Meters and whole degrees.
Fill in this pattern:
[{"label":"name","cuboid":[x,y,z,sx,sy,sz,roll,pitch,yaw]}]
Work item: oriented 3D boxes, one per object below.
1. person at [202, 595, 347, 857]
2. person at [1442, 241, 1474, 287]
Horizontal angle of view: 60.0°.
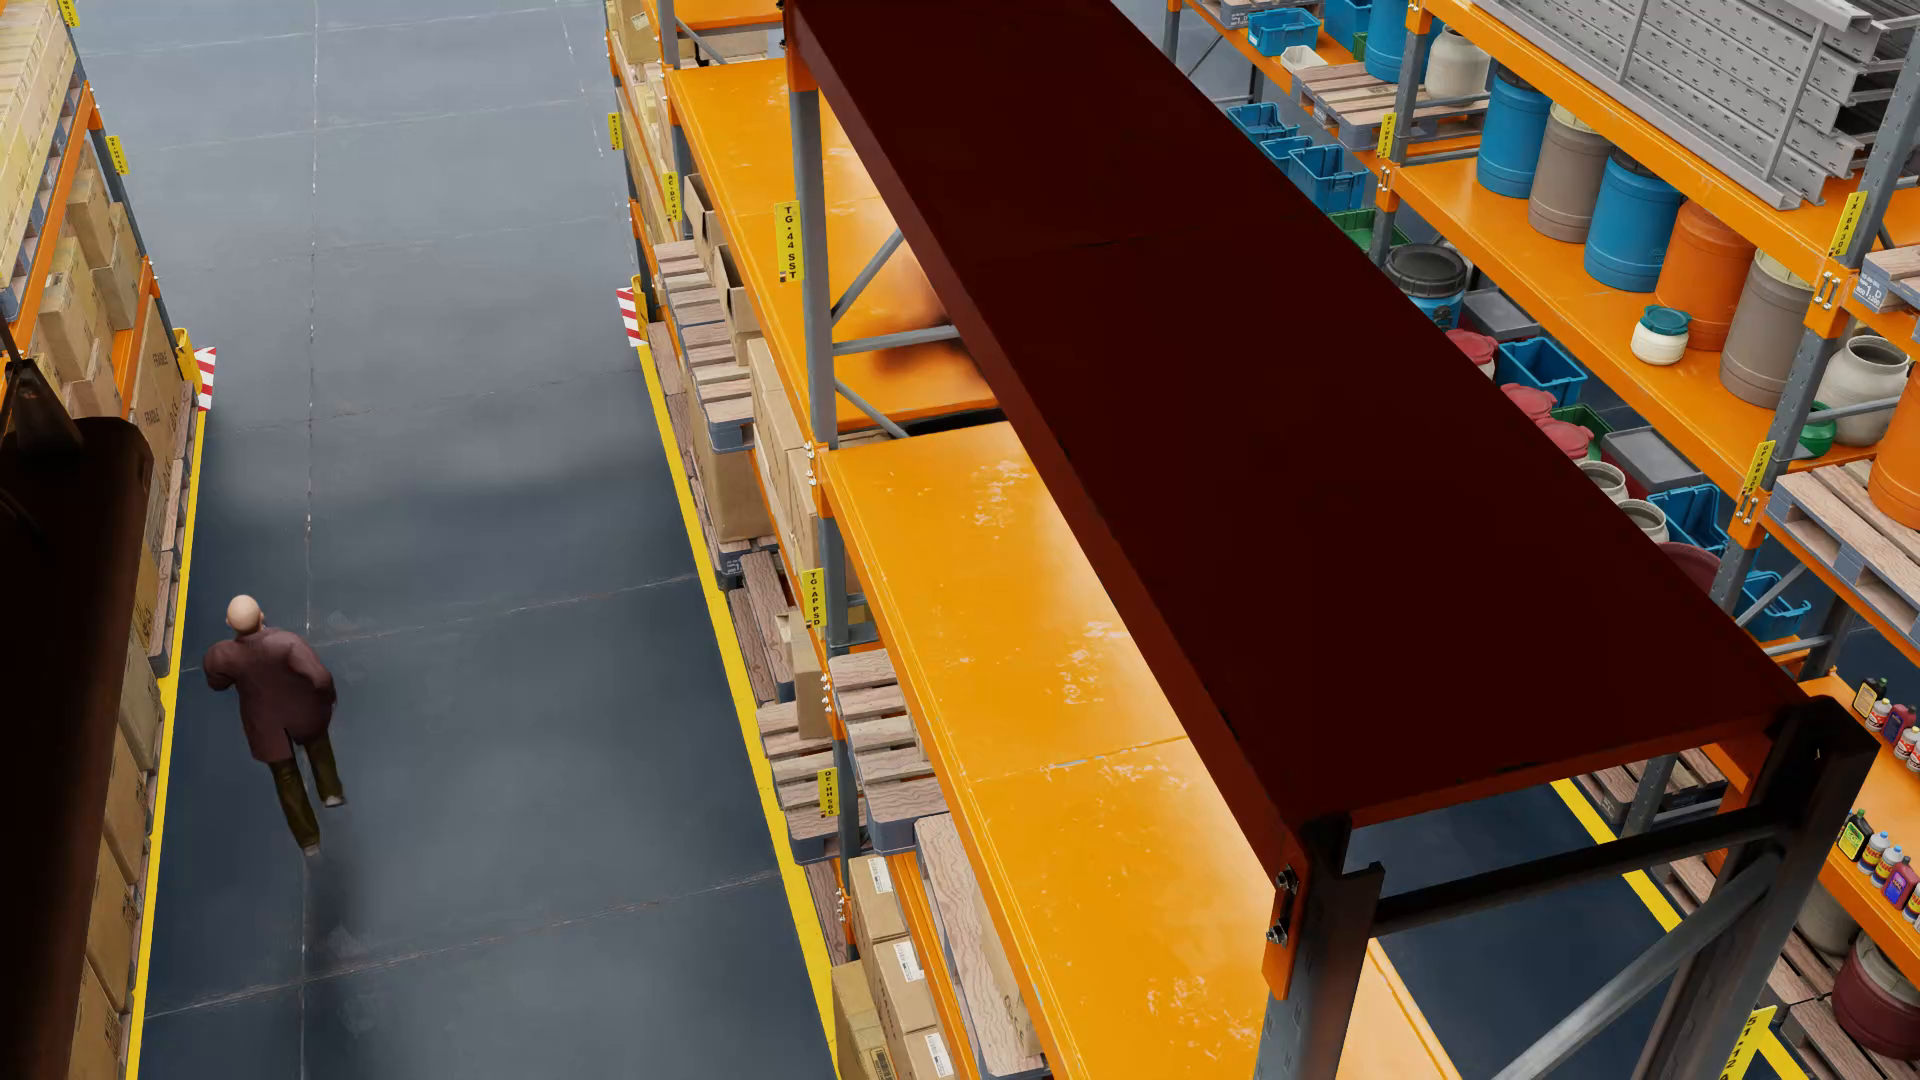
[{"label":"person","cuboid":[-3.912,1.037,9.661,0.671,1.888,0.788,-14,40,-17]},{"label":"person","cuboid":[4.483,-2.446,14.588,0.614,1.641,0.560,-13,40,-16]}]
